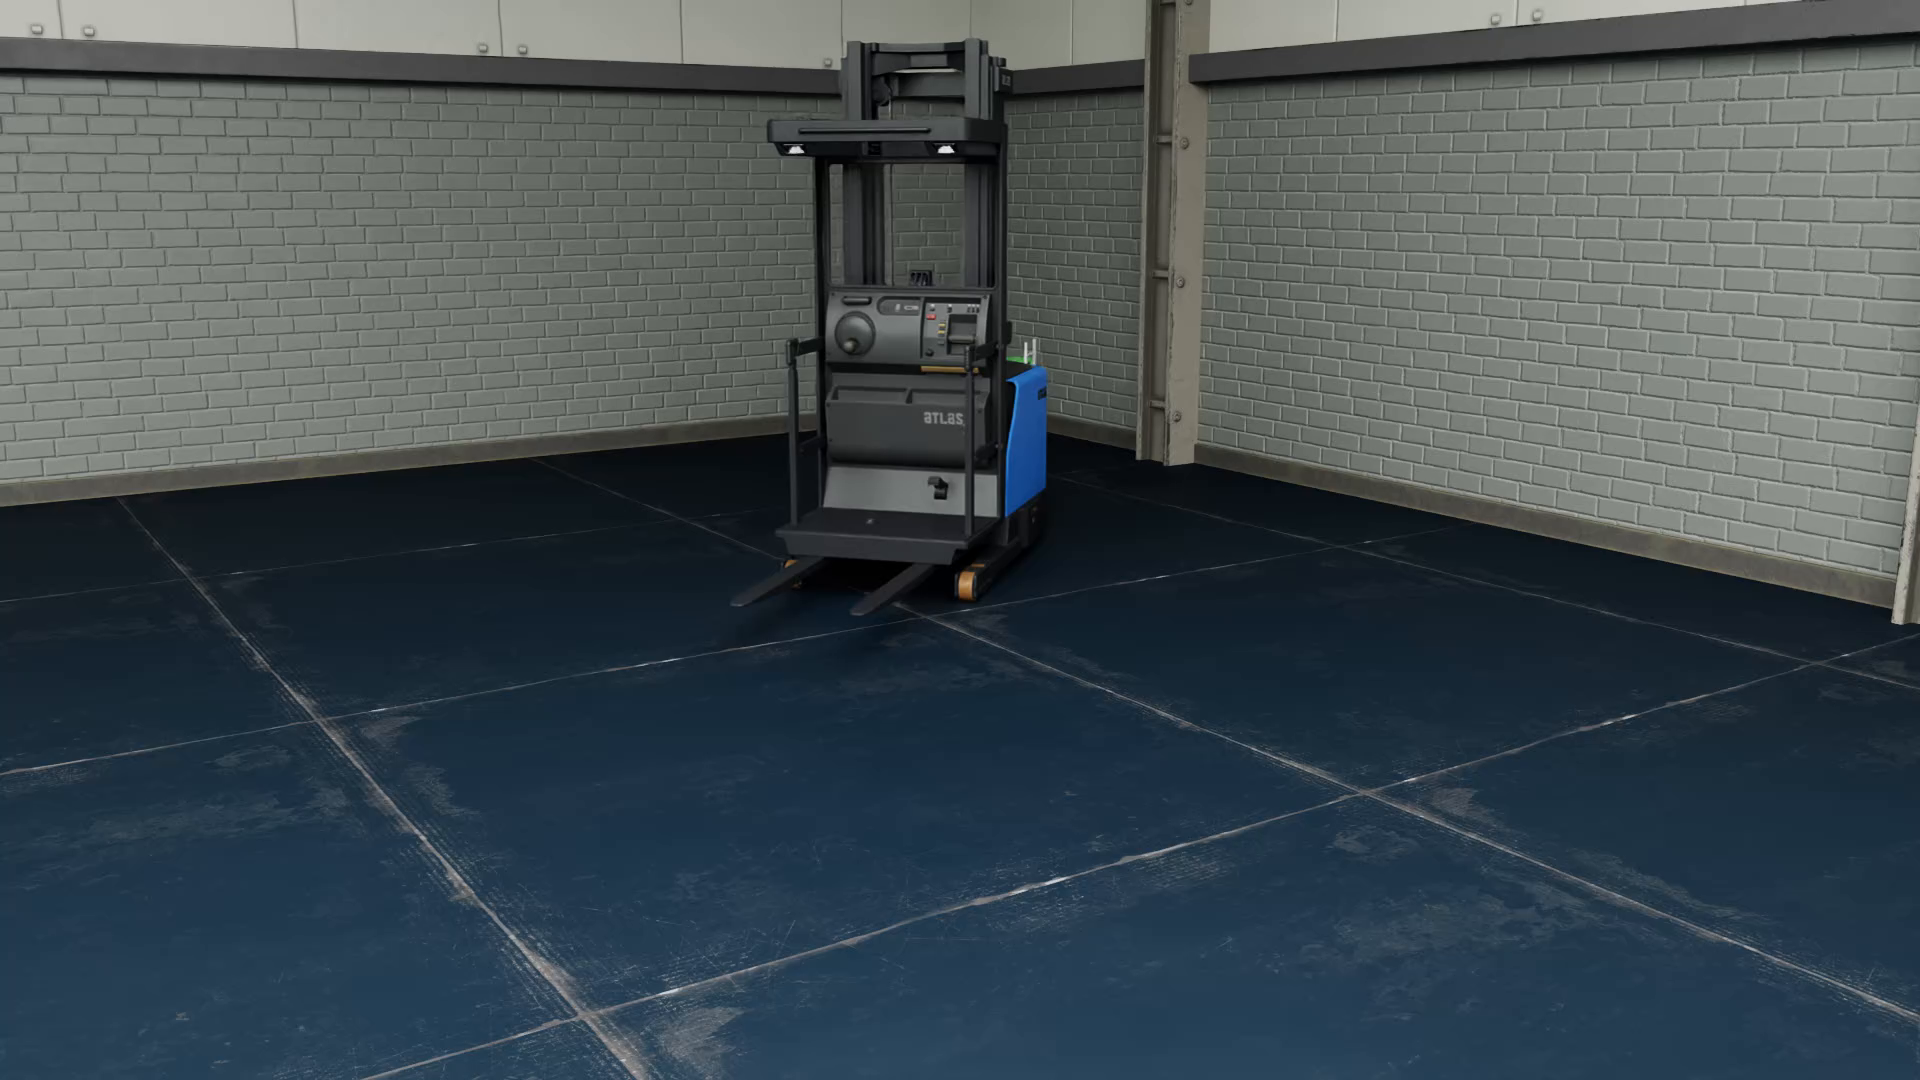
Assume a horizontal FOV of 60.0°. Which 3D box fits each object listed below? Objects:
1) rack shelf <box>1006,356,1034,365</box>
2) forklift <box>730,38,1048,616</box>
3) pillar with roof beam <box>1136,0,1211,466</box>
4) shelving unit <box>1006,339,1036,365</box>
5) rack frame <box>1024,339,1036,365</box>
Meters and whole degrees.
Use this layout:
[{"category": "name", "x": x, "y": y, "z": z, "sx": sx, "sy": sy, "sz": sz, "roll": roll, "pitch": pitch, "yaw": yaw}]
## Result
[{"category": "rack shelf", "x": 0.209, "y": -1.093, "z": 10.602, "sx": 0.480, "sy": 0.148, "sz": 0.258, "roll": 4, "pitch": 13, "yaw": 16}, {"category": "forklift", "x": -0.350, "y": -1.197, "z": 8.973, "sx": 1.130, "sy": 2.935, "sz": 3.031, "roll": 4, "pitch": 13, "yaw": 16}, {"category": "pillar with roof beam", "x": -1.942, "y": -4.519, "z": 9.961, "sx": 9.100, "sy": 9.000, "sz": 0.400, "roll": -8, "pitch": 15, "yaw": -33}, {"category": "shelving unit", "x": 0.209, "y": -0.686, "z": 10.690, "sx": 0.503, "sy": 1.200, "sz": 0.258, "roll": 4, "pitch": 13, "yaw": 16}, {"category": "rack frame", "x": 0.443, "y": -0.672, "z": 10.624, "sx": 0.015, "sy": 1.200, "sz": 0.240, "roll": 4, "pitch": 13, "yaw": 16}]
